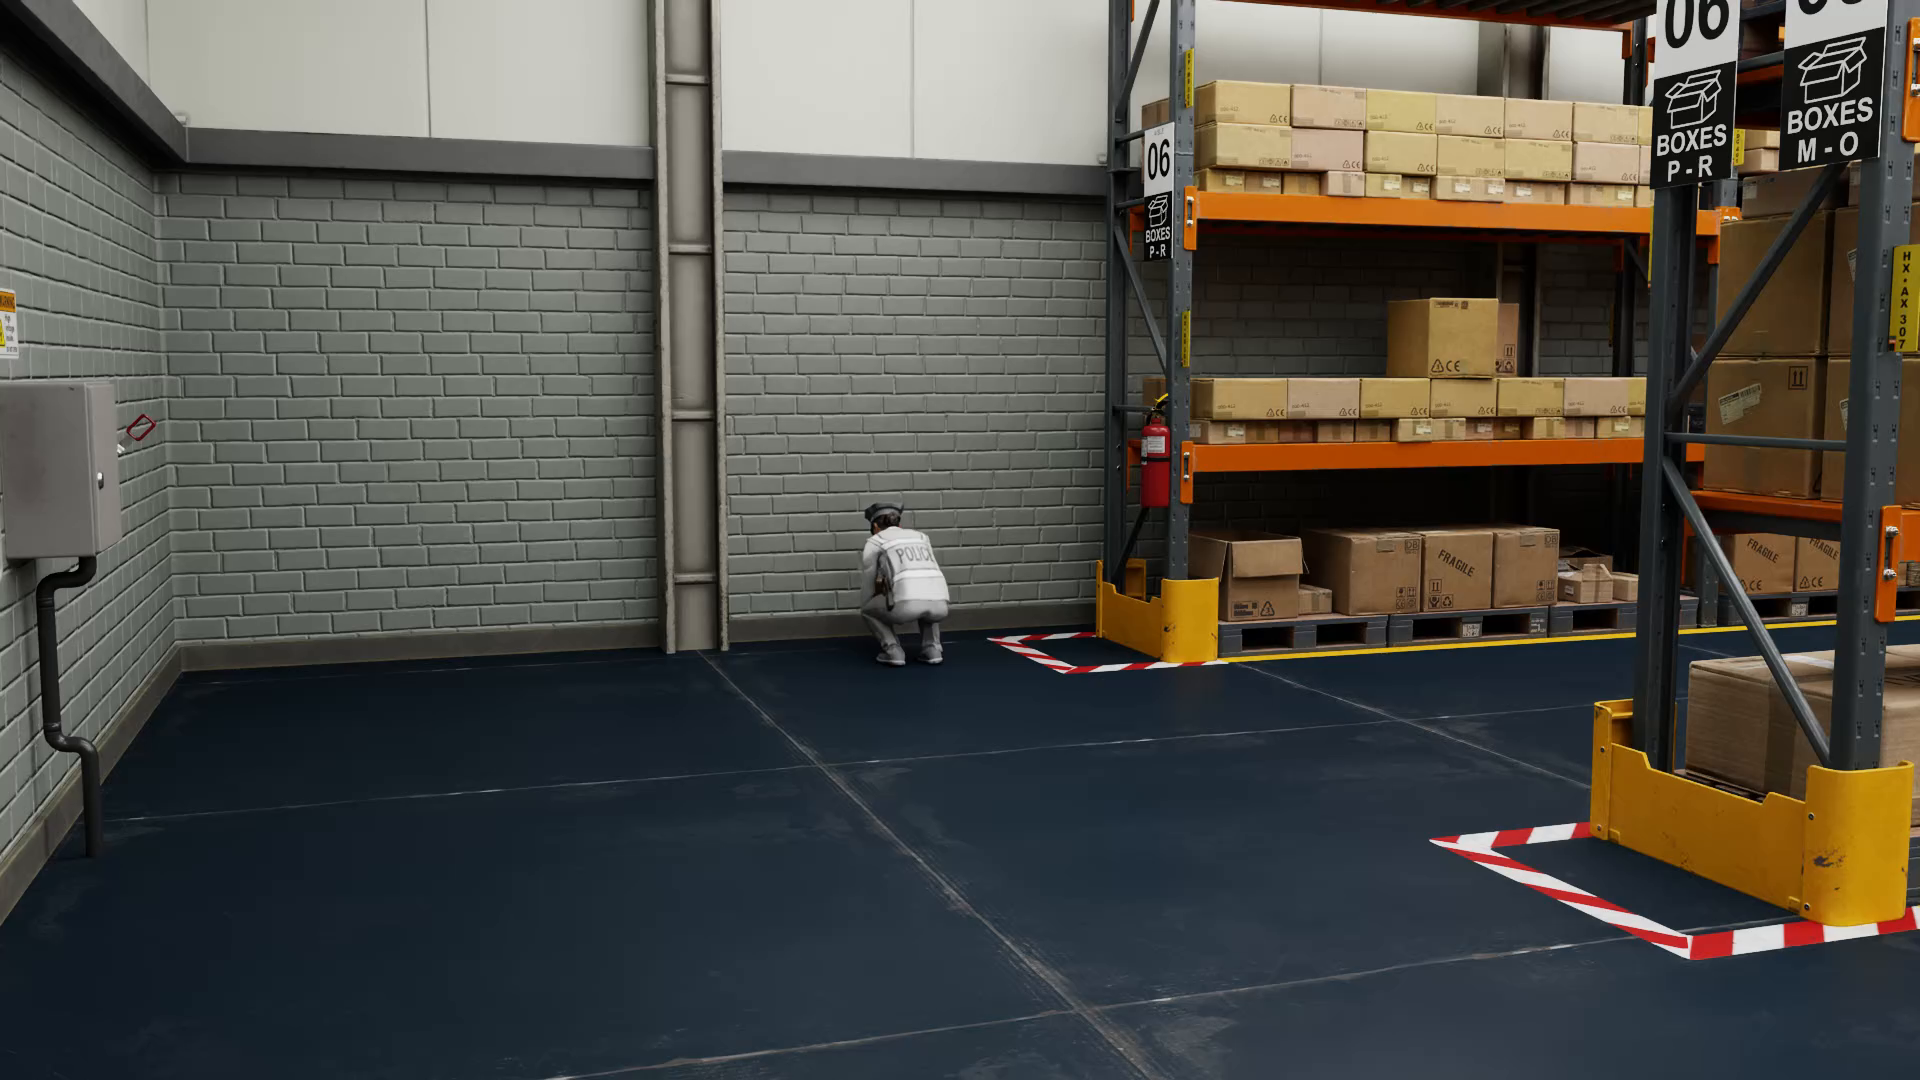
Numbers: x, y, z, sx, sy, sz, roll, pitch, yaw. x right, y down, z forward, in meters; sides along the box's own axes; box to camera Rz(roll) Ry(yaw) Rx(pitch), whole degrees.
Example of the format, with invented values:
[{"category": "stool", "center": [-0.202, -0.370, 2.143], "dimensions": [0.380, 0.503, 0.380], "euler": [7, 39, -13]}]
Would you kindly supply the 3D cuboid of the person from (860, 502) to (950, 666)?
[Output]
[{"category": "person", "center": [-0.343, 0.257, 10.092], "dimensions": [0.492, 0.960, 0.833], "euler": [-2, 6, -19]}]
